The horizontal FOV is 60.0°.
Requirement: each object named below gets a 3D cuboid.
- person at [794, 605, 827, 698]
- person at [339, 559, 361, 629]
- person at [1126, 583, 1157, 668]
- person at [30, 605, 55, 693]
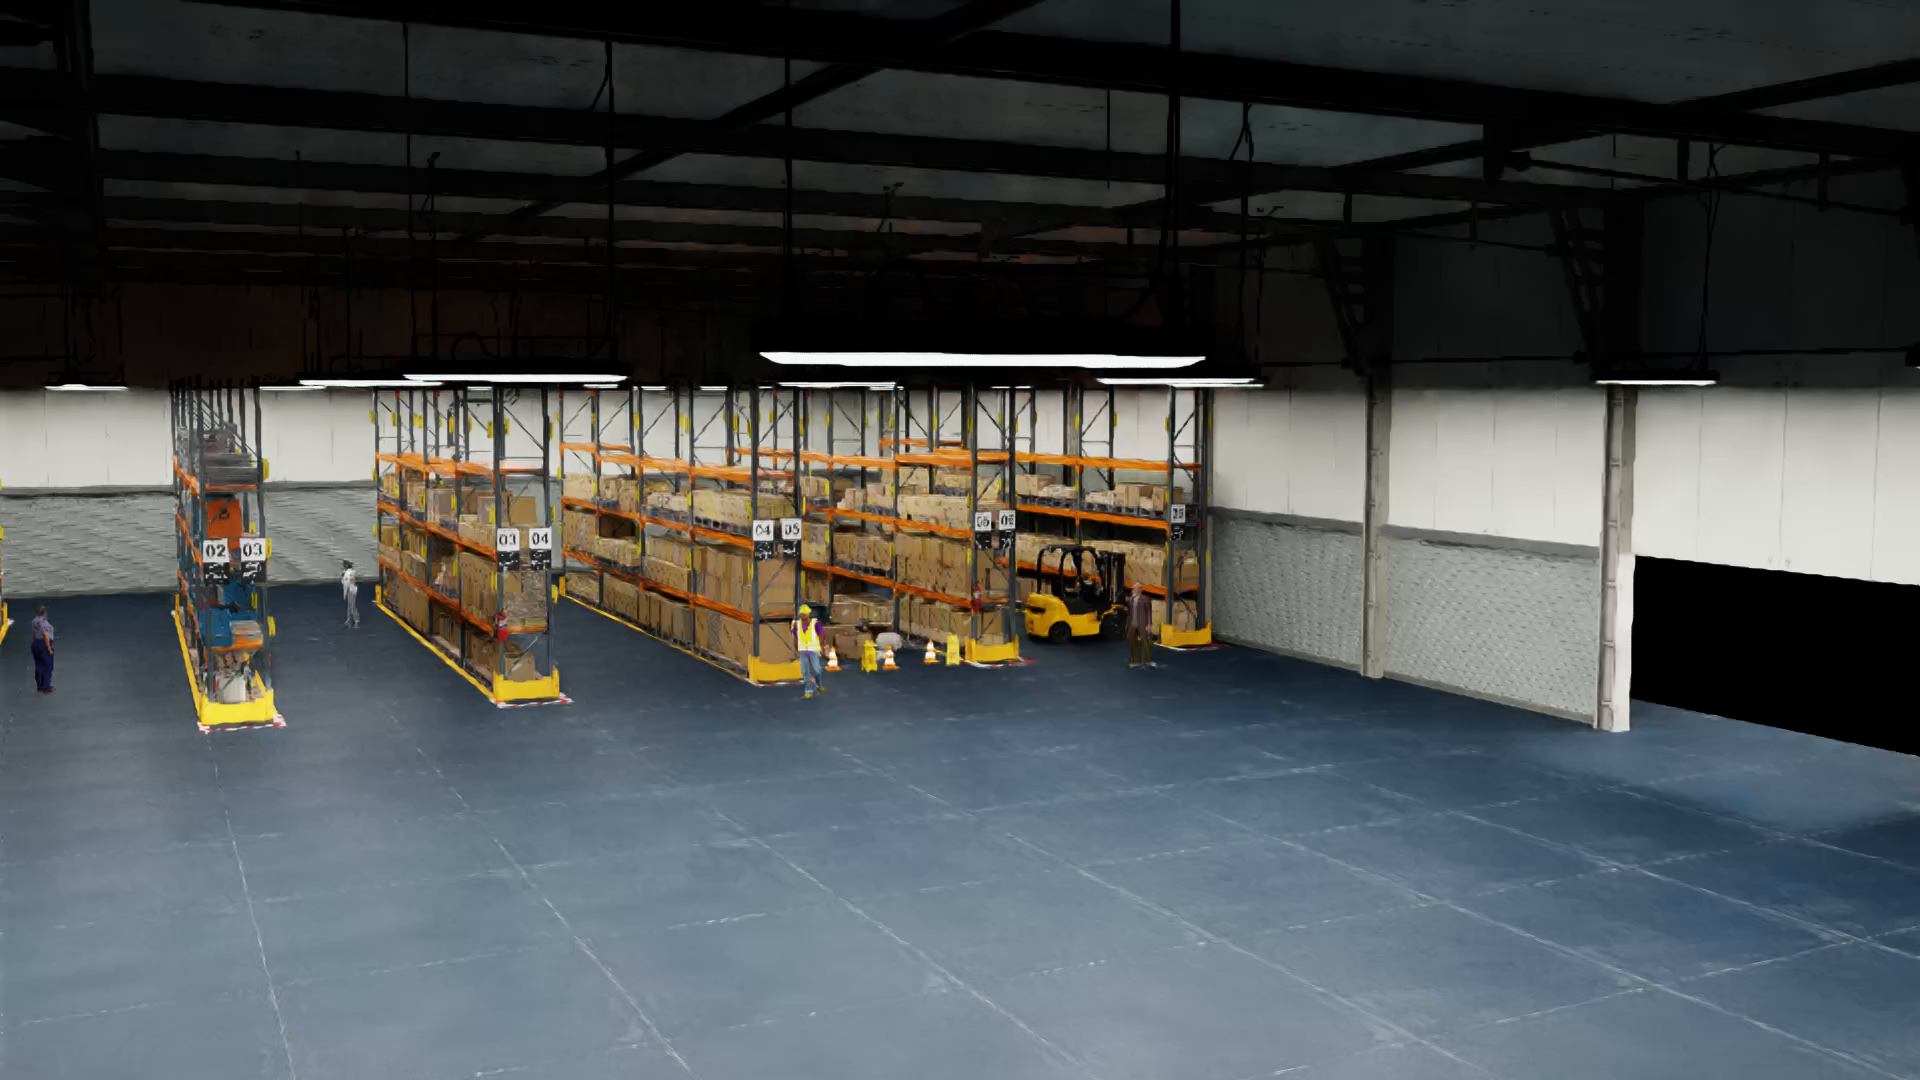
[{"bbox_3d":[-2.822,2.074,31.259,0.613,1.755,0.578,1,5,10],"label":"person"},{"bbox_3d":[-14.816,1.300,40.306,0.562,1.651,0.591,-1,5,-7],"label":"person"},{"bbox_3d":[3.763,1.895,34.653,0.682,1.516,0.580,4,6,37],"label":"person"},{"bbox_3d":[-17.540,2.106,31.842,0.564,1.701,0.380,4,6,35],"label":"person"}]
